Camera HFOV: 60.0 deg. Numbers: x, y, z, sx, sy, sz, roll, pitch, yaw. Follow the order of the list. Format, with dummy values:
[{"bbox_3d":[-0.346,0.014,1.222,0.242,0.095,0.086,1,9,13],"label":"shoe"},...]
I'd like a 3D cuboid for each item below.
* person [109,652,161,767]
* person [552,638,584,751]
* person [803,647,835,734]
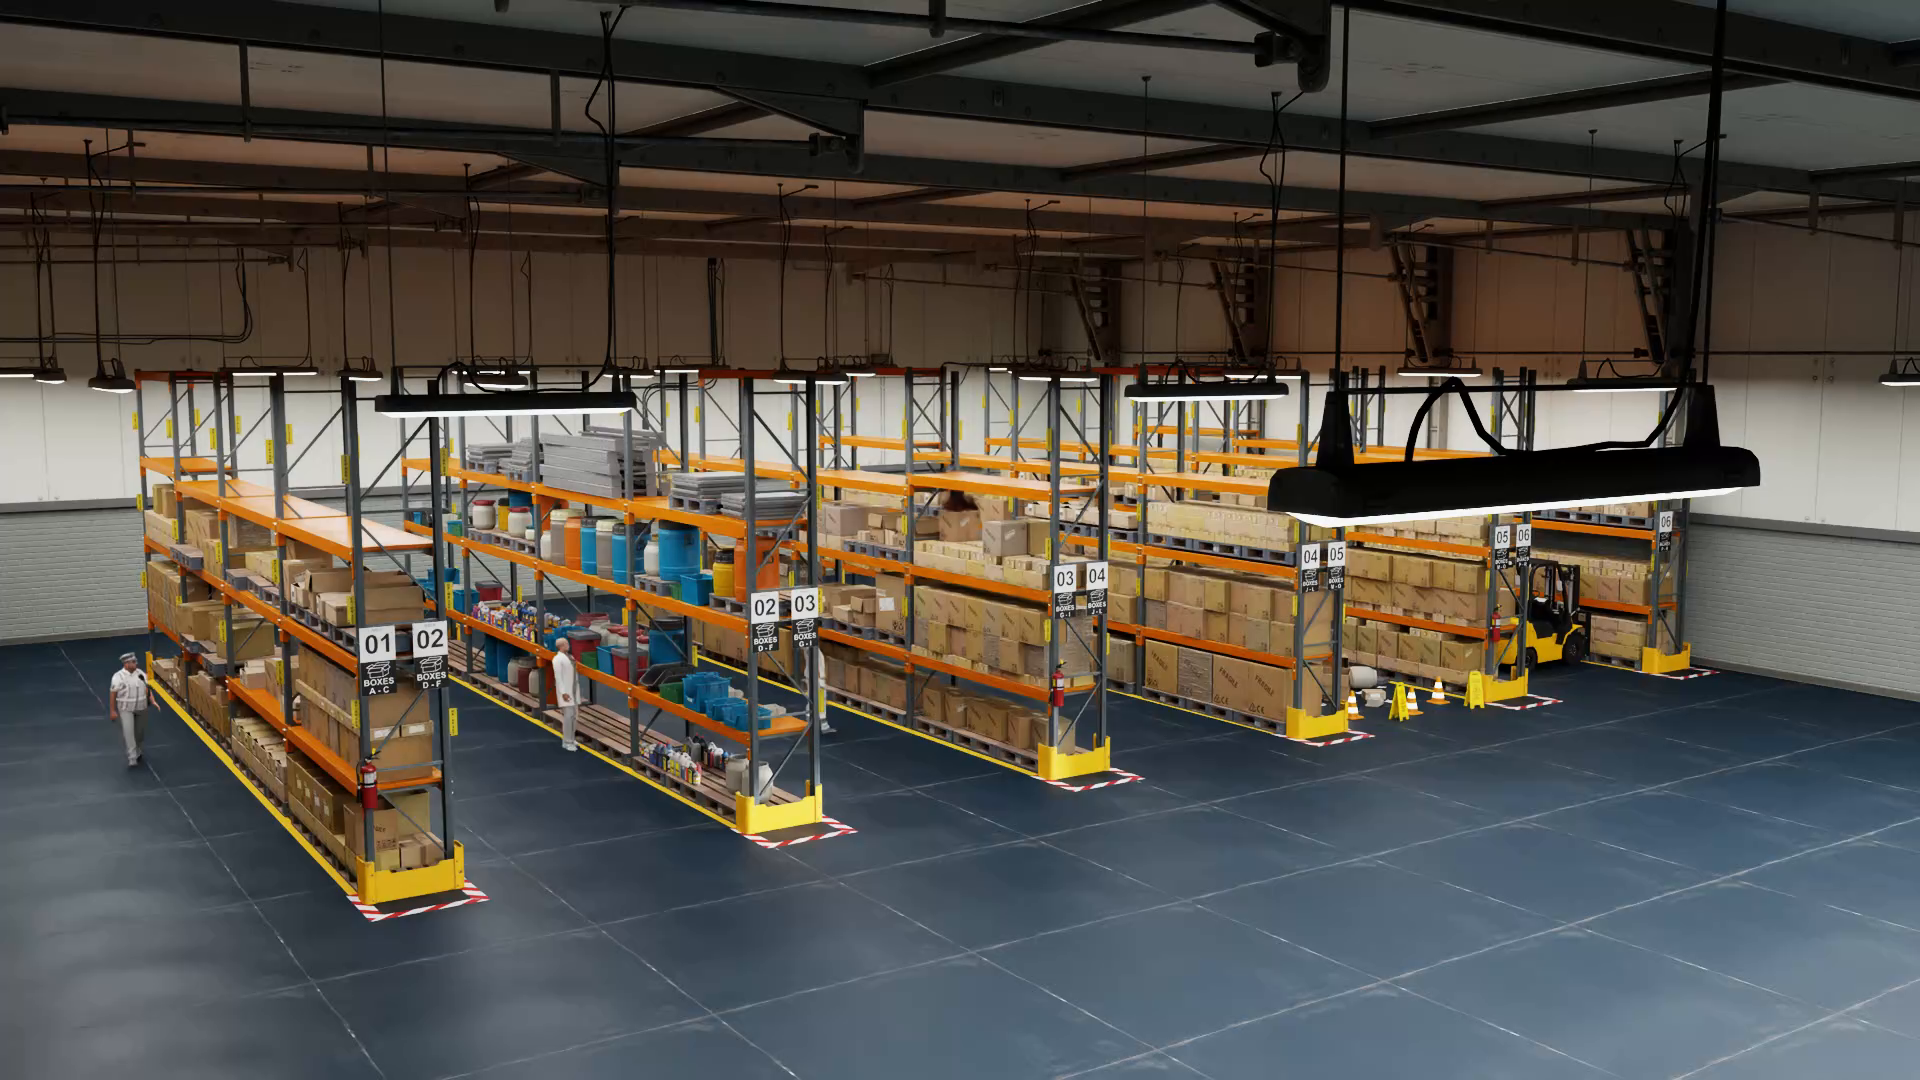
[{"bbox_3d":[-12.714,2.573,25.617,0.695,1.718,1.060,-5,8,-36],"label":"person"},{"bbox_3d":[-6.249,2.470,26.736,0.562,1.817,0.598,3,7,25],"label":"person"},{"bbox_3d":[-2.371,2.320,27.753,0.504,1.777,0.603,-4,7,-29],"label":"person"}]
